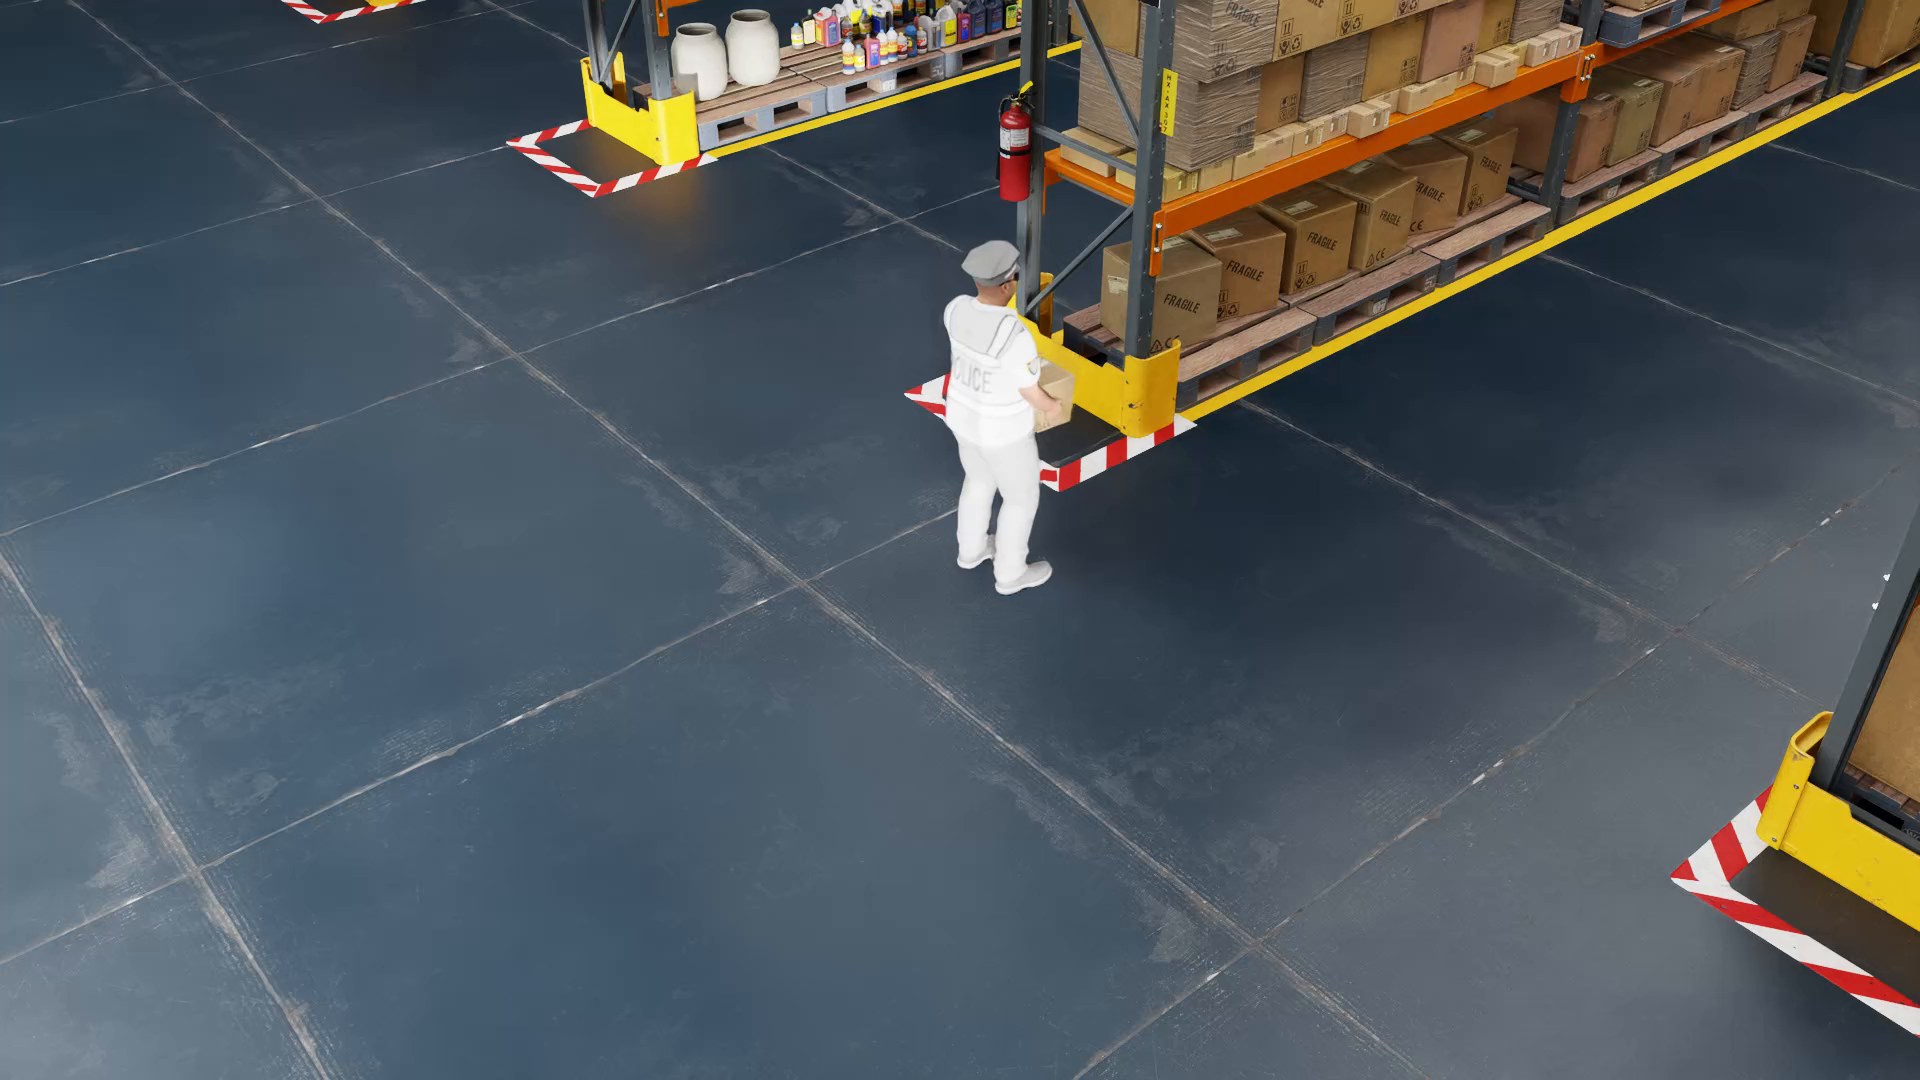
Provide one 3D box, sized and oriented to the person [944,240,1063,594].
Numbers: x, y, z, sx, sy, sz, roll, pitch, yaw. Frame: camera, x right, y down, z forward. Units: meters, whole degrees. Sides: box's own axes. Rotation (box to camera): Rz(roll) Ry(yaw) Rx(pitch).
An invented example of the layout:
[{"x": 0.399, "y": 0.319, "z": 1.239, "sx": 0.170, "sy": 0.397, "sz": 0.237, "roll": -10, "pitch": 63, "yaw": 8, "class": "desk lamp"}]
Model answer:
[{"x": 0.209, "y": -0.592, "z": 7.874, "sx": 0.525, "sy": 1.773, "sz": 0.527, "roll": -27, "pitch": 43, "yaw": -32, "class": "person"}]
